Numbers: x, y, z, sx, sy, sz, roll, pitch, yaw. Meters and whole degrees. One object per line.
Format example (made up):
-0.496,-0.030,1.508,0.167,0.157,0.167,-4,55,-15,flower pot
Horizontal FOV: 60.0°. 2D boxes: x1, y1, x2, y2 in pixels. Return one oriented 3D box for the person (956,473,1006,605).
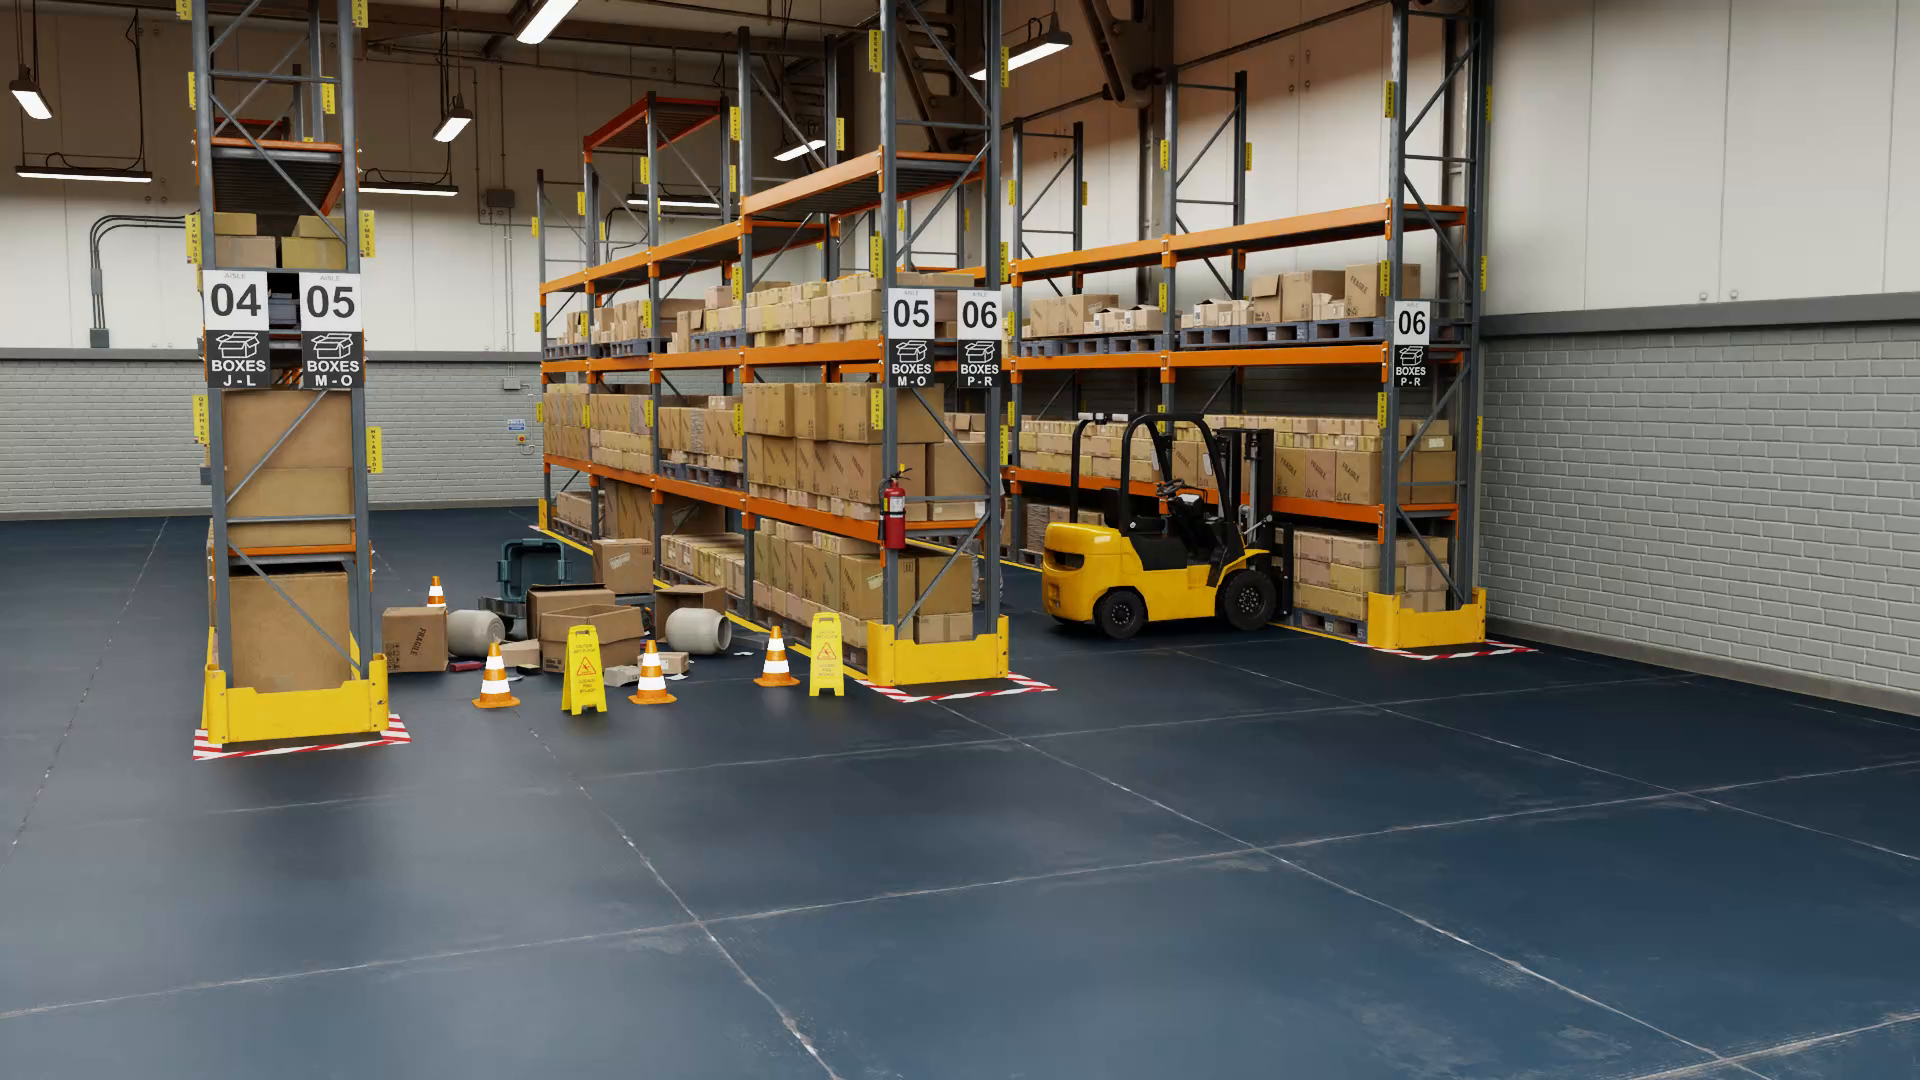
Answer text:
0.221,-0.178,18.553,0.630,1.774,0.451,-3,6,-25,person
